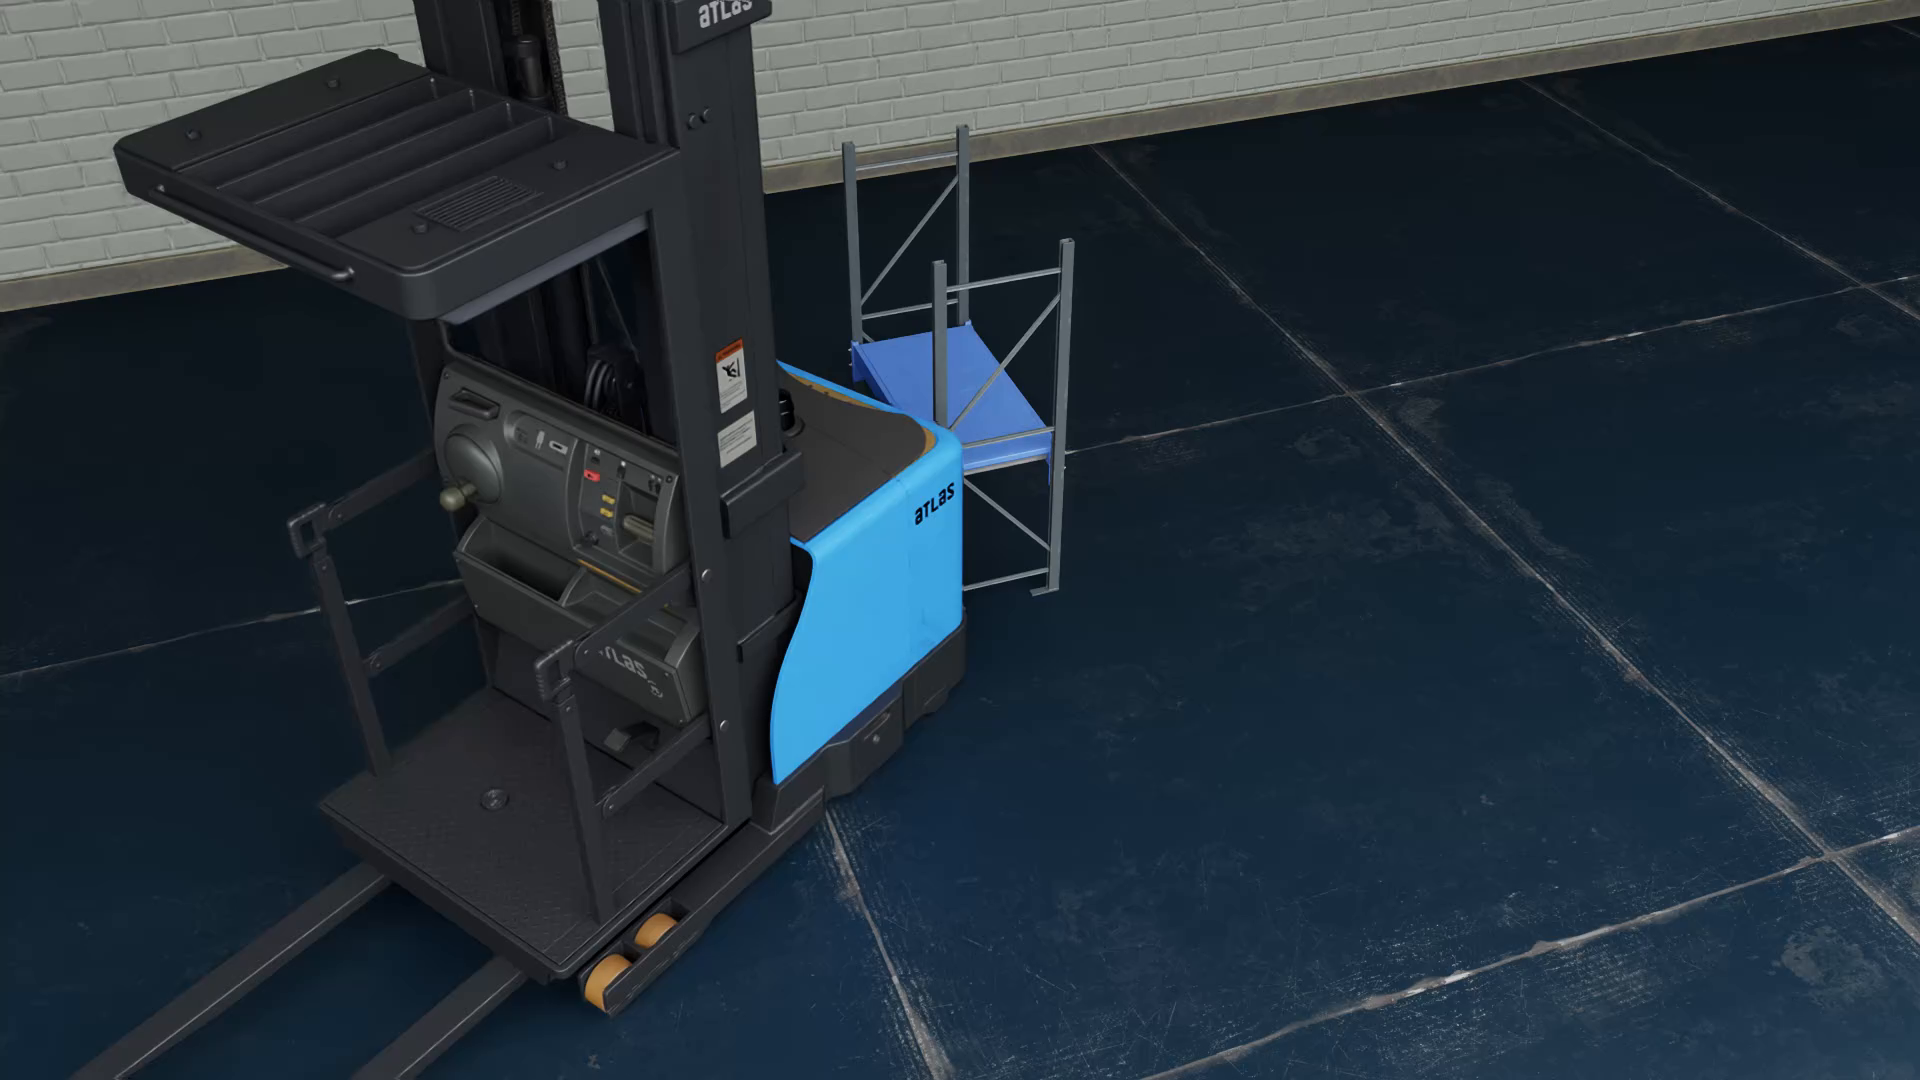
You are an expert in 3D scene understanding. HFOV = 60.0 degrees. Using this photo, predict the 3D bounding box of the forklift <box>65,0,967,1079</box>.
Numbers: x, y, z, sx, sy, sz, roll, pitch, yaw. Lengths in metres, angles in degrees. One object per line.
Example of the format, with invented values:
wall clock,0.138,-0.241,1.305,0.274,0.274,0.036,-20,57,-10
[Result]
forklift,-1.253,-0.115,4.467,1.130,2.935,3.031,24,43,28

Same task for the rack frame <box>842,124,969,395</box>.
rack frame,-0.204,-0.934,6.744,0.500,1.500,0.032,-12,39,-16

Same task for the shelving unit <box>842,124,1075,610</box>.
shelving unit,-0.029,-0.647,6.363,0.538,1.500,1.048,-12,39,-16

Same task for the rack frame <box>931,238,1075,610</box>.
rack frame,0.146,-0.360,5.981,0.500,1.500,0.032,-12,39,-16

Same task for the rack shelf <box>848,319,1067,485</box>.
rack shelf,-0.029,-0.504,6.471,0.538,0.185,1.000,-12,39,-16
